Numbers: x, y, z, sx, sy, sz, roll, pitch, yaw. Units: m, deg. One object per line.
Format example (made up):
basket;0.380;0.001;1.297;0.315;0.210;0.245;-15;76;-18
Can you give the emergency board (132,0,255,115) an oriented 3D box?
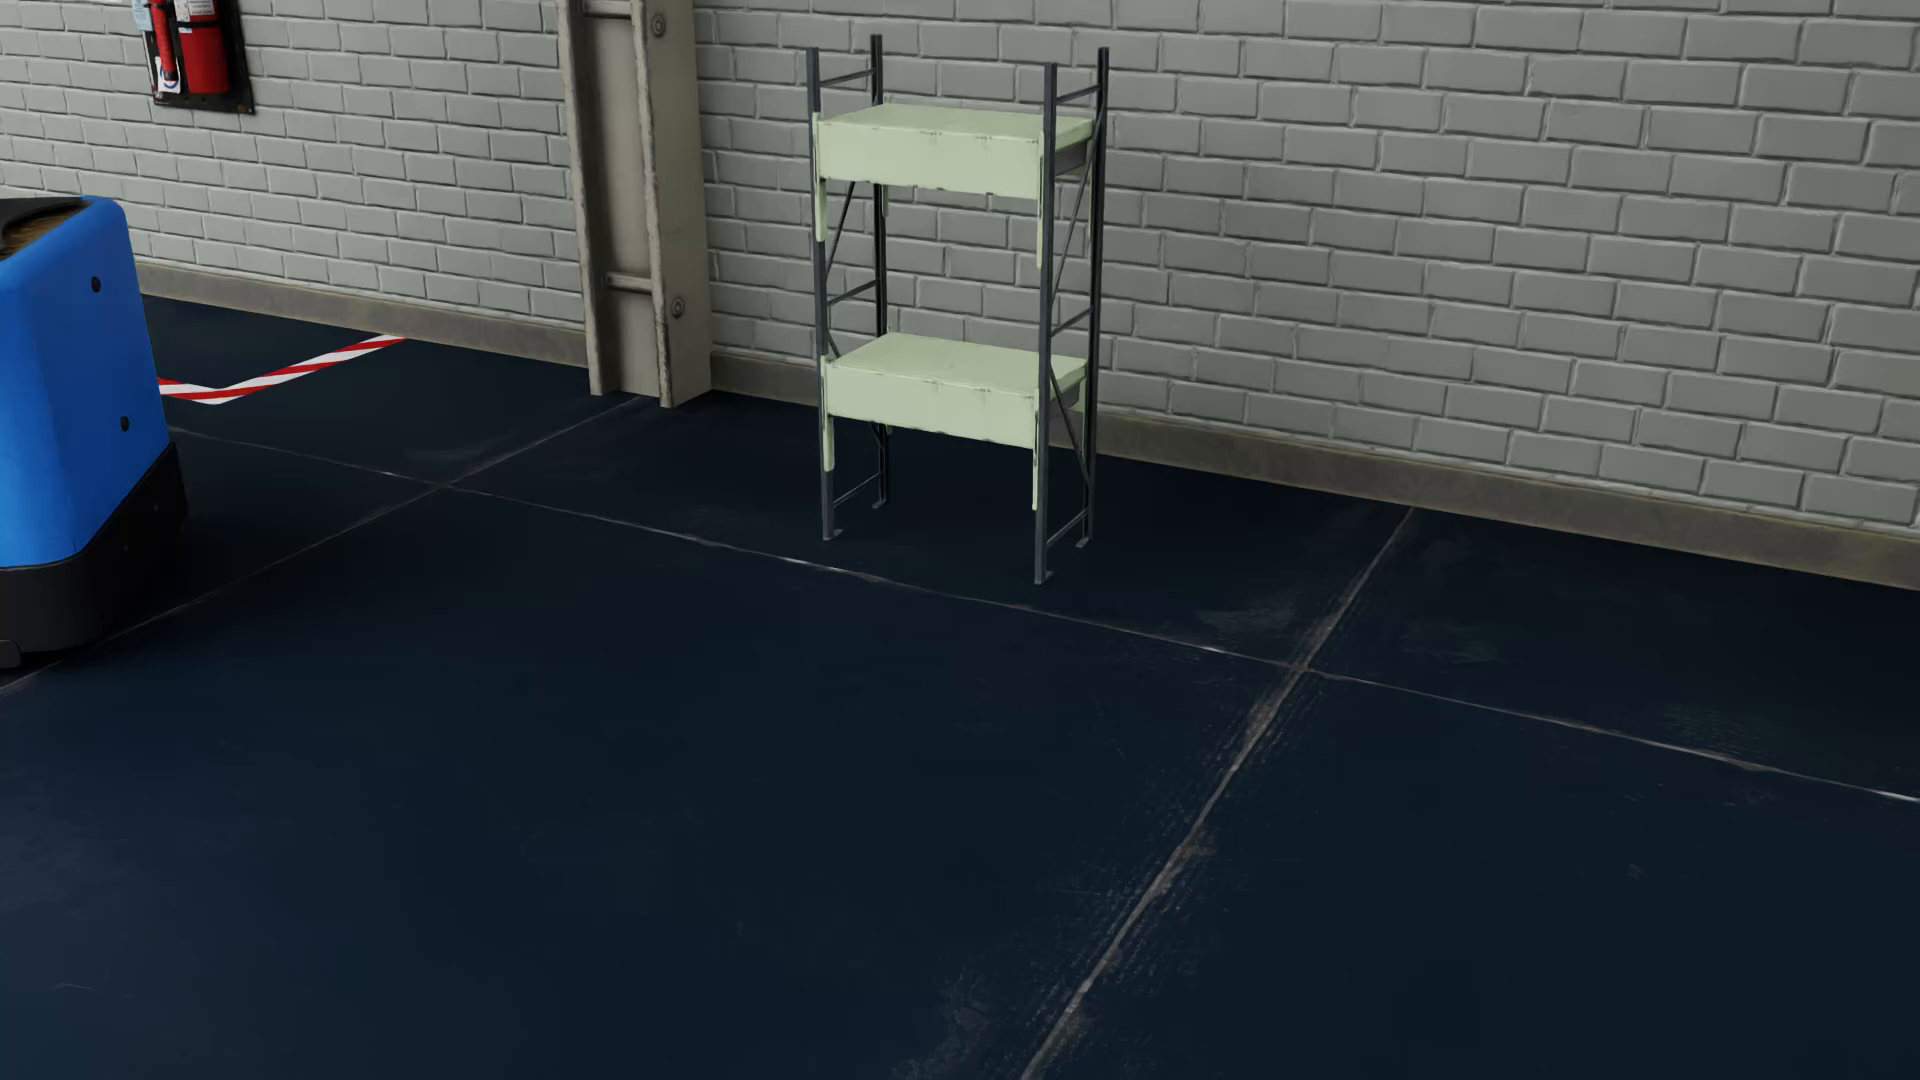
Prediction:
emergency board;-3.415;-2.430;7.130;0.643;1.169;0.194;11;25;25

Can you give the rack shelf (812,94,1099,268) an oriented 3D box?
rack shelf;-0.006;-1.050;4.807;0.720;0.370;0.431;11;25;25

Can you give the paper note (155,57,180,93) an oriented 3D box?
paper note;-3.542;-2.080;7.433;0.142;0.148;0.016;11;25;25

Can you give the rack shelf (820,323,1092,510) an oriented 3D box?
rack shelf;-0.006;-0.391;5.087;0.720;0.370;0.431;11;25;25

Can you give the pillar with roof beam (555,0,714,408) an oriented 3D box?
pillar with roof beam;-3.170;-3.237;1.363;0.400;9.000;9.100;11;25;25

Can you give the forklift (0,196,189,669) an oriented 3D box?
forklift;-3.868;-1.105;4.104;3.031;2.935;1.130;-4;23;-8

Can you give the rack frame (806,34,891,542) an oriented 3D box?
rack frame;-0.333;-0.756;5.111;0.023;1.500;0.400;11;25;25

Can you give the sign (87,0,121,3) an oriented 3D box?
sign;-3.862;-2.580;7.438;0.234;0.329;0.001;11;25;25

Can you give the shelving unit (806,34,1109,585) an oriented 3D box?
shelving unit;-0.006;-0.691;4.959;0.755;1.500;0.431;11;25;25

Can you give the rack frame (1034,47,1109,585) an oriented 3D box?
rack frame;0.321;-0.627;4.807;0.023;1.500;0.400;11;25;25
